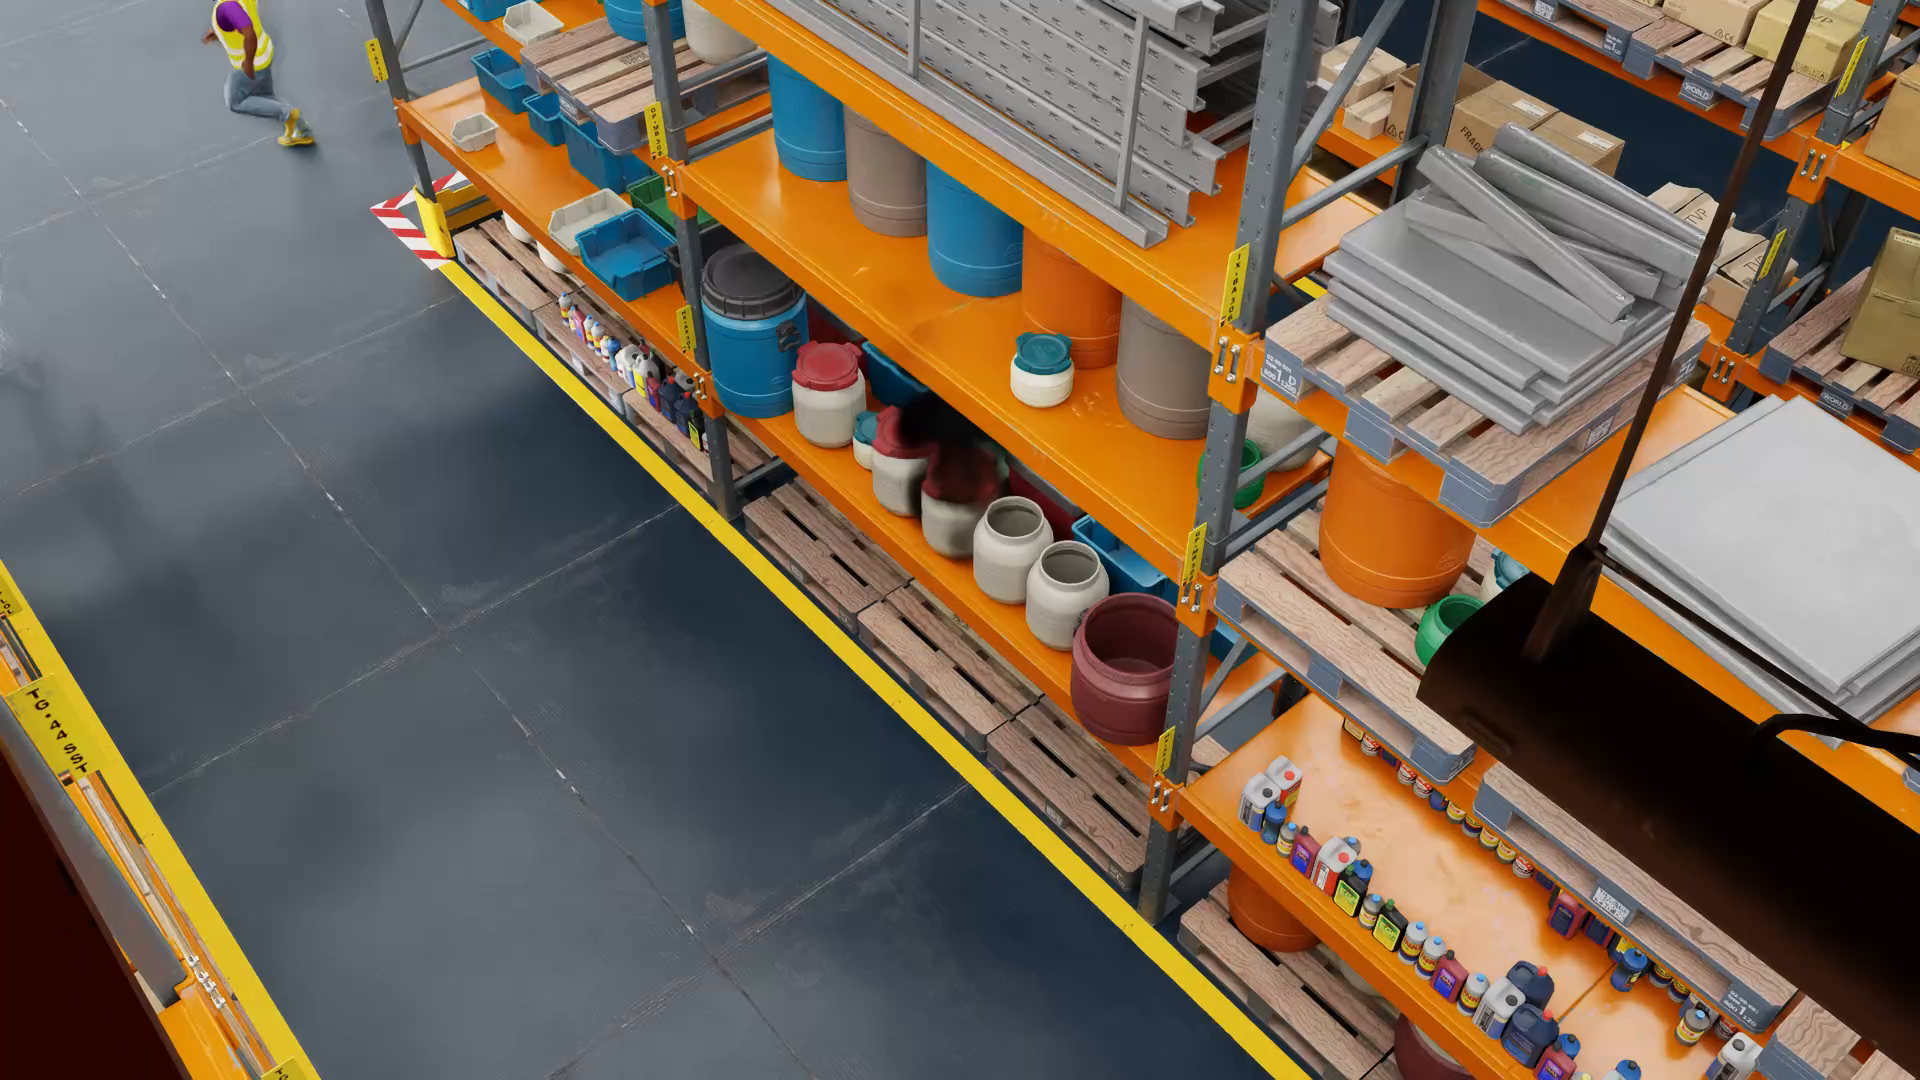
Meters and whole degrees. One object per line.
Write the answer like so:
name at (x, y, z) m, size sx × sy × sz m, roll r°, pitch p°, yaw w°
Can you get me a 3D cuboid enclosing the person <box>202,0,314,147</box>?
person at (-5.818, -3.914, 13.515) m, size 0.651 × 1.720 × 0.740 m, roll -4°, pitch 47°, yaw -4°
